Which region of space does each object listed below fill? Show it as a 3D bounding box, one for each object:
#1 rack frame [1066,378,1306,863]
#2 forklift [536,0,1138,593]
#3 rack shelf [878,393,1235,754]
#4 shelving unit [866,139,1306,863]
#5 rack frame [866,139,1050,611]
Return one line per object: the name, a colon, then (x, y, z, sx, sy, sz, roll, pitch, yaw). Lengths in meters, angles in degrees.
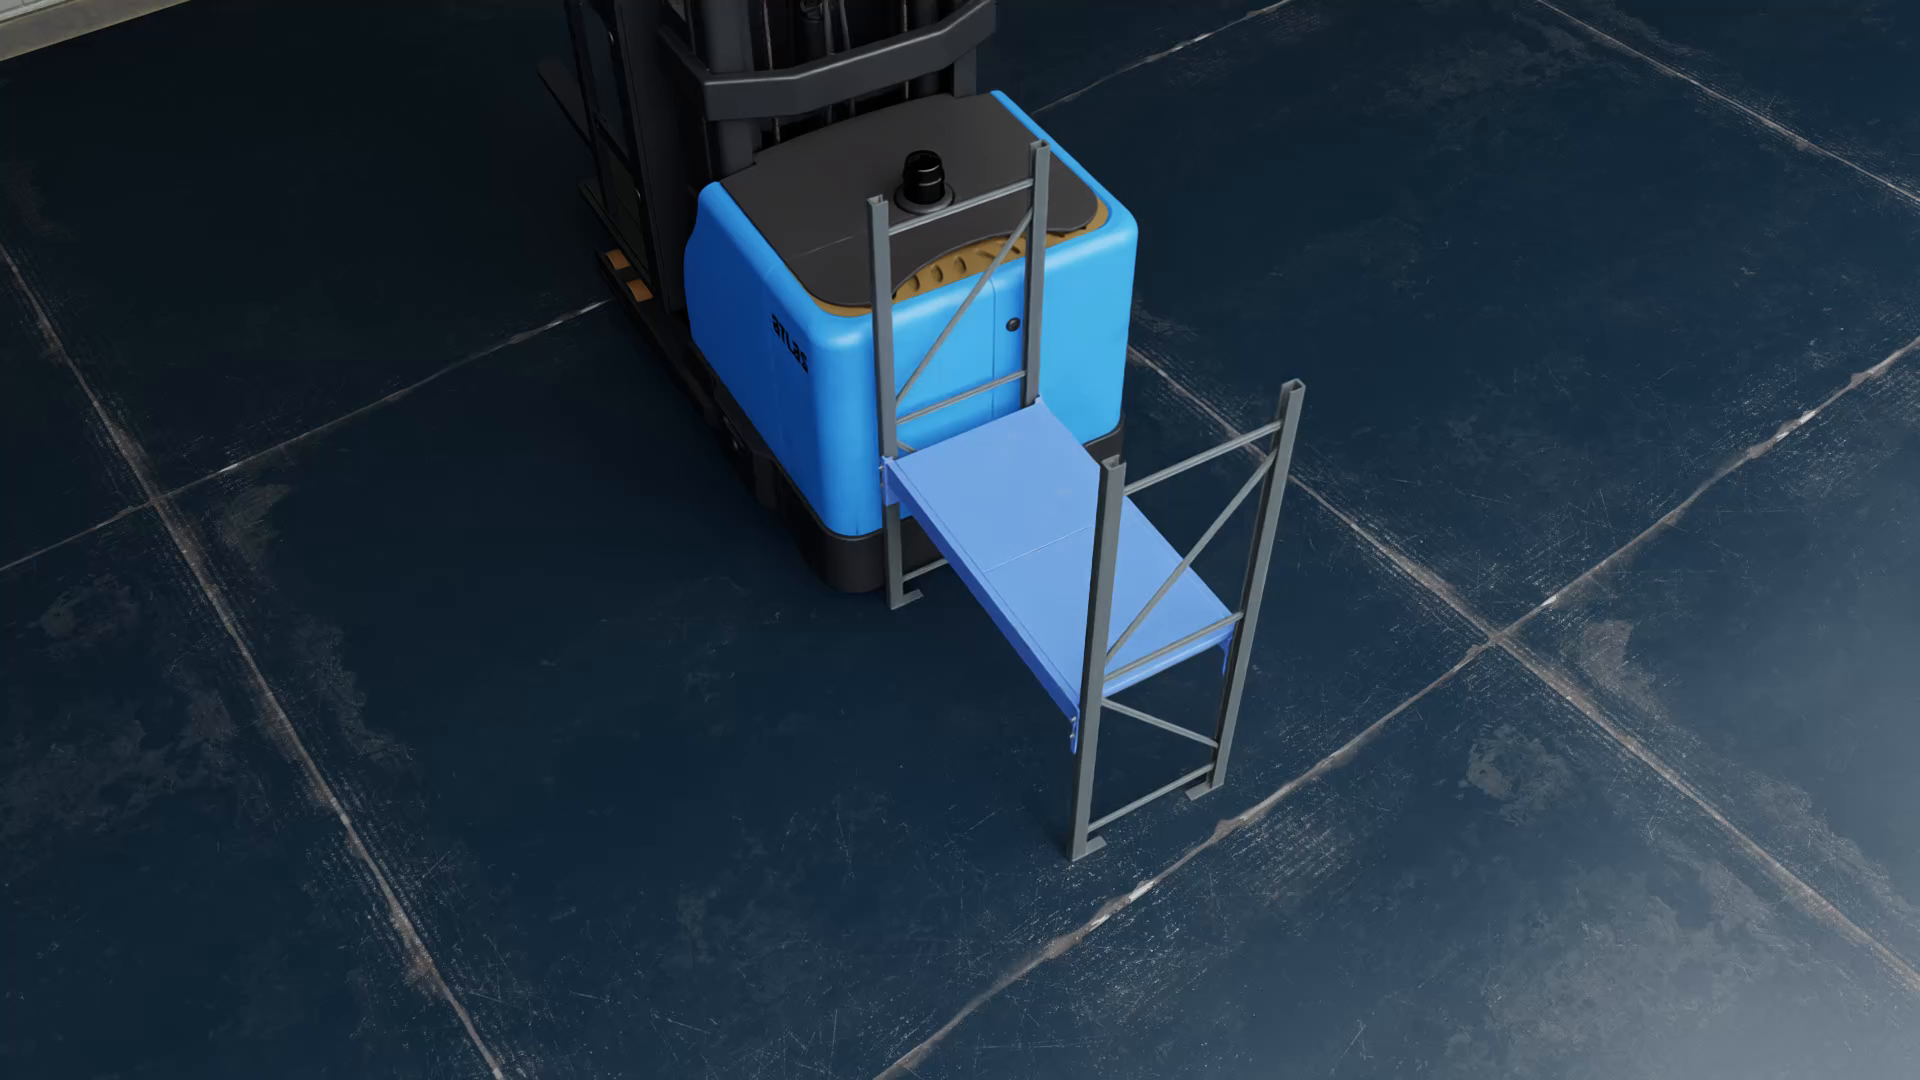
rack frame: (0.509, 0.261, 4.001, 0.500, 1.500, 0.032, -23, 52, -20)
forklift: (-0.658, -1.912, 5.005, 1.130, 2.935, 3.031, -23, 52, -20)
rack shelf: (0.255, 0.056, 4.430, 0.538, 0.185, 1.000, -23, 52, -20)
shelving unit: (0.255, -0.065, 4.296, 0.538, 1.500, 1.048, -23, 52, -20)
rack frame: (0.000, -0.391, 4.592, 0.500, 1.500, 0.032, -23, 52, -20)
